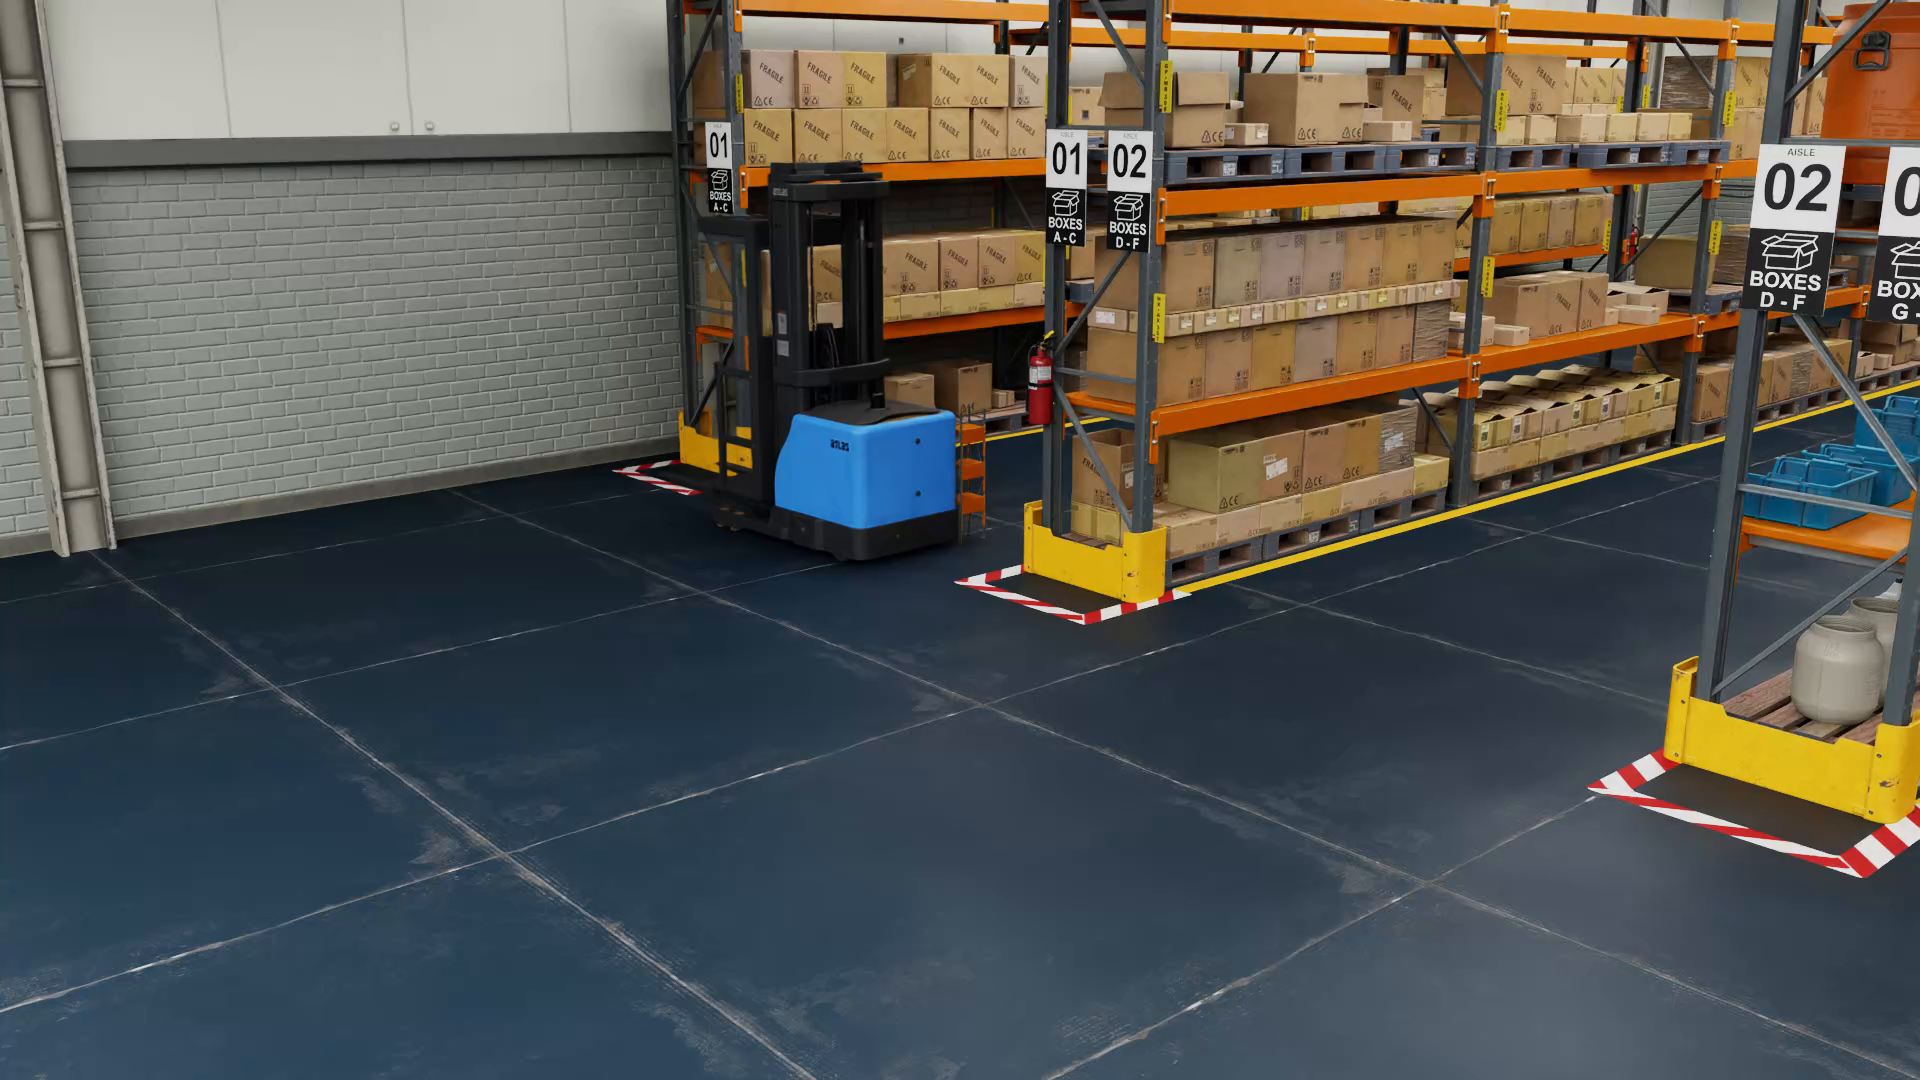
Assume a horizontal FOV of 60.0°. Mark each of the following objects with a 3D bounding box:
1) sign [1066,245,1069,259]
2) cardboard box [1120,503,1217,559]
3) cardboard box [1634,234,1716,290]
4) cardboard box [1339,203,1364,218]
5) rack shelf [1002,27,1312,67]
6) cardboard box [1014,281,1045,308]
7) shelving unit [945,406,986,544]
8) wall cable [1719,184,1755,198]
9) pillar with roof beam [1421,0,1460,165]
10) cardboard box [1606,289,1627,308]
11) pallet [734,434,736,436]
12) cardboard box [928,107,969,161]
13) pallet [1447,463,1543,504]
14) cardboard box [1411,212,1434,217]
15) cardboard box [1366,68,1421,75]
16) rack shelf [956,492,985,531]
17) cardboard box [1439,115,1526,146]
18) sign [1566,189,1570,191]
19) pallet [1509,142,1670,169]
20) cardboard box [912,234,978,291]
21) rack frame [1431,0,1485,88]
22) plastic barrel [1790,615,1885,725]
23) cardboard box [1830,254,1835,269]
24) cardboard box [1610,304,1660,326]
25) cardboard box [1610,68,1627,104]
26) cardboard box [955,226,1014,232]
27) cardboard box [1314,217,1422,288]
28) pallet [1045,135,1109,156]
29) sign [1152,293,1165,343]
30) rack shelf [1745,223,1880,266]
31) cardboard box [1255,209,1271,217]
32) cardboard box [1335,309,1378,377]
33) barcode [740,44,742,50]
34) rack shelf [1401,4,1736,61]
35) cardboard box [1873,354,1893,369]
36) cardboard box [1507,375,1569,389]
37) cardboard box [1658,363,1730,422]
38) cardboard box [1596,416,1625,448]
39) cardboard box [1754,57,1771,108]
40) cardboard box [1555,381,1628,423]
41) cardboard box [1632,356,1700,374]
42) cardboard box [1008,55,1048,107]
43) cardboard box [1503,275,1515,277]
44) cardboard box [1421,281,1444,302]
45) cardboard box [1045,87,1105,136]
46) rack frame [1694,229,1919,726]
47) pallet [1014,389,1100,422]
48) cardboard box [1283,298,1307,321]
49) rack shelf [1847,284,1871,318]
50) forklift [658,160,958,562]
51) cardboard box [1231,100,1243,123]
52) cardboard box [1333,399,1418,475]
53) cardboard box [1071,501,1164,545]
[{"bbox_3d":[1.105,-3.103,17.376,0.005,0.325,0.100,-13,19,-39],"label":"sign"},{"bbox_3d":[1.530,-0.069,12.212,0.500,0.250,0.500,-13,19,-39],"label":"cardboard box"},{"bbox_3d":[7.416,-2.882,17.221,0.700,0.500,0.500,8,17,28],"label":"cardboard box"},{"bbox_3d":[4.677,-4.148,20.706,0.500,0.250,0.500,-13,20,-40],"label":"cardboard box"},{"bbox_3d":[2.251,-5.485,18.517,4.000,0.370,1.077,-13,19,-39],"label":"rack shelf"},{"bbox_3d":[0.584,-2.587,17.373,0.500,0.250,0.500,-13,19,-39],"label":"cardboard box"},{"bbox_3d":[0.040,-0.516,13.148,0.252,1.050,0.215,-13,20,-39],"label":"shelving unit"},{"bbox_3d":[14.296,-7.108,28.442,0.112,2.526,3.097,-13,19,-39],"label":"wall cable"},{"bbox_3d":[9.564,-6.491,20.114,0.400,9.000,9.100,-13,19,-39],"label":"pillar with roof beam"},{"bbox_3d":[6.213,-2.346,16.392,0.500,0.311,0.500,-13,20,-40],"label":"cardboard box"},{"bbox_3d":[-1.582,-0.908,16.239,1.213,0.211,1.003,-13,19,-39],"label":"pallet"},{"bbox_3d":[-0.259,-3.978,16.284,0.500,0.500,0.500,-14,20,-41],"label":"cardboard box"},{"bbox_3d":[4.527,-0.610,15.126,1.213,0.211,1.003,-13,19,-39],"label":"pallet"},{"bbox_3d":[5.832,-4.047,21.778,0.500,0.500,0.500,-13,19,-39],"label":"cardboard box"},{"bbox_3d":[5.621,-5.996,21.575,0.500,0.250,0.500,-13,20,-41],"label":"cardboard box"},{"bbox_3d":[0.040,-0.238,13.223,0.240,0.259,0.215,-13,20,-39],"label":"rack shelf"},{"bbox_3d":[4.468,-3.507,14.232,0.500,0.250,0.500,-10,18,-34],"label":"cardboard box"},{"bbox_3d":[9.435,-5.387,25.775,0.005,0.325,0.100,-13,19,-39],"label":"sign"},{"bbox_3d":[5.720,-3.538,15.237,1.213,0.211,1.003,-12,19,-37],"label":"pallet"},{"bbox_3d":[-0.171,-2.779,16.641,0.500,0.500,0.500,-13,20,-41],"label":"cardboard box"},{"bbox_3d":[6.778,-7.042,22.177,0.127,3.000,1.000,-13,19,-39],"label":"rack frame"},{"bbox_3d":[4.675,0.690,8.861,0.421,0.512,0.421,0,15,0],"label":"plastic barrel"},{"bbox_3d":[10.241,-3.363,19.835,0.500,0.500,0.500,-12,19,-38],"label":"cardboard box"},{"bbox_3d":[6.518,-2.175,16.067,0.250,0.149,0.380,-13,19,-39],"label":"cardboard box"},{"bbox_3d":[9.422,-6.635,24.294,0.500,0.500,0.500,-13,20,-40],"label":"cardboard box"},{"bbox_3d":[0.251,-3.049,17.652,0.500,0.500,0.500,-13,20,-41],"label":"cardboard box"},{"bbox_3d":[3.286,-2.338,13.482,0.500,0.500,0.700,-13,20,-39],"label":"cardboard box"},{"bbox_3d":[1.278,-4.231,17.829,1.003,0.211,1.213,-13,19,-39],"label":"pallet"},{"bbox_3d":[1.339,-1.495,11.203,0.005,0.325,0.100,-13,19,-39],"label":"sign"},{"bbox_3d":[5.737,-1.623,9.095,4.000,0.370,1.077,-13,19,-39],"label":"rack shelf"},{"bbox_3d":[3.520,-3.976,20.021,0.380,0.149,0.250,13,20,40],"label":"cardboard box"},{"bbox_3d":[2.892,-1.622,13.317,0.500,0.500,0.700,-12,19,-39],"label":"cardboard box"},{"bbox_3d":[-2.068,-4.599,15.549,0.075,0.075,0.001,-13,19,-39],"label":"barcode"},{"bbox_3d":[5.506,-4.521,14.909,4.000,0.370,1.077,-13,19,-39],"label":"rack shelf"},{"bbox_3d":[11.137,-2.201,20.317,0.250,0.166,0.380,-13,19,-39],"label":"cardboard box"},{"bbox_3d":[5.650,-1.440,16.256,0.500,0.311,0.500,-13,20,-41],"label":"cardboard box"},{"bbox_3d":[7.546,-1.529,17.153,0.500,0.500,0.500,-12,19,-37],"label":"cardboard box"},{"bbox_3d":[6.010,-1.068,15.950,0.500,0.250,0.500,-12,19,-38],"label":"cardboard box"},{"bbox_3d":[8.117,-4.729,17.197,0.500,0.500,0.500,-13,19,-39],"label":"cardboard box"},{"bbox_3d":[6.011,-1.337,15.871,0.500,0.311,0.500,-13,20,-40],"label":"cardboard box"},{"bbox_3d":[7.566,-1.712,17.837,0.500,0.500,0.500,-12,19,-37],"label":"cardboard box"},{"bbox_3d":[0.543,-4.641,16.831,0.500,0.500,0.500,14,20,42],"label":"cardboard box"},{"bbox_3d":[8.149,-3.794,24.416,0.250,0.149,0.380,-13,20,-40],"label":"cardboard box"},{"bbox_3d":[3.745,-2.057,13.689,0.250,0.149,0.380,-13,20,-41],"label":"cardboard box"},{"bbox_3d":[1.208,-4.566,17.712,0.500,0.500,0.500,-9,18,-32],"label":"cardboard box"},{"bbox_3d":[4.228,-0.182,8.121,0.127,3.000,1.000,-13,19,-39],"label":"rack frame"},{"bbox_3d":[1.329,-1.574,18.733,1.213,0.211,1.003,-13,19,-39],"label":"pallet"},{"bbox_3d":[2.387,-1.752,12.547,0.250,0.149,0.380,-13,20,-40],"label":"cardboard box"},{"bbox_3d":[11.541,-3.172,20.705,4.000,0.370,1.077,-13,19,-39],"label":"rack shelf"},{"bbox_3d":[-1.383,-1.561,13.413,1.130,2.935,3.031,-13,20,-41],"label":"forklift"},{"bbox_3d":[2.095,-3.165,12.560,0.500,0.311,0.500,-10,18,-33],"label":"cardboard box"},{"bbox_3d":[3.406,-0.858,13.712,0.500,0.500,0.500,-13,19,-39],"label":"cardboard box"},{"bbox_3d":[1.190,-0.170,12.589,0.500,0.250,0.500,-13,19,-39],"label":"cardboard box"}]
